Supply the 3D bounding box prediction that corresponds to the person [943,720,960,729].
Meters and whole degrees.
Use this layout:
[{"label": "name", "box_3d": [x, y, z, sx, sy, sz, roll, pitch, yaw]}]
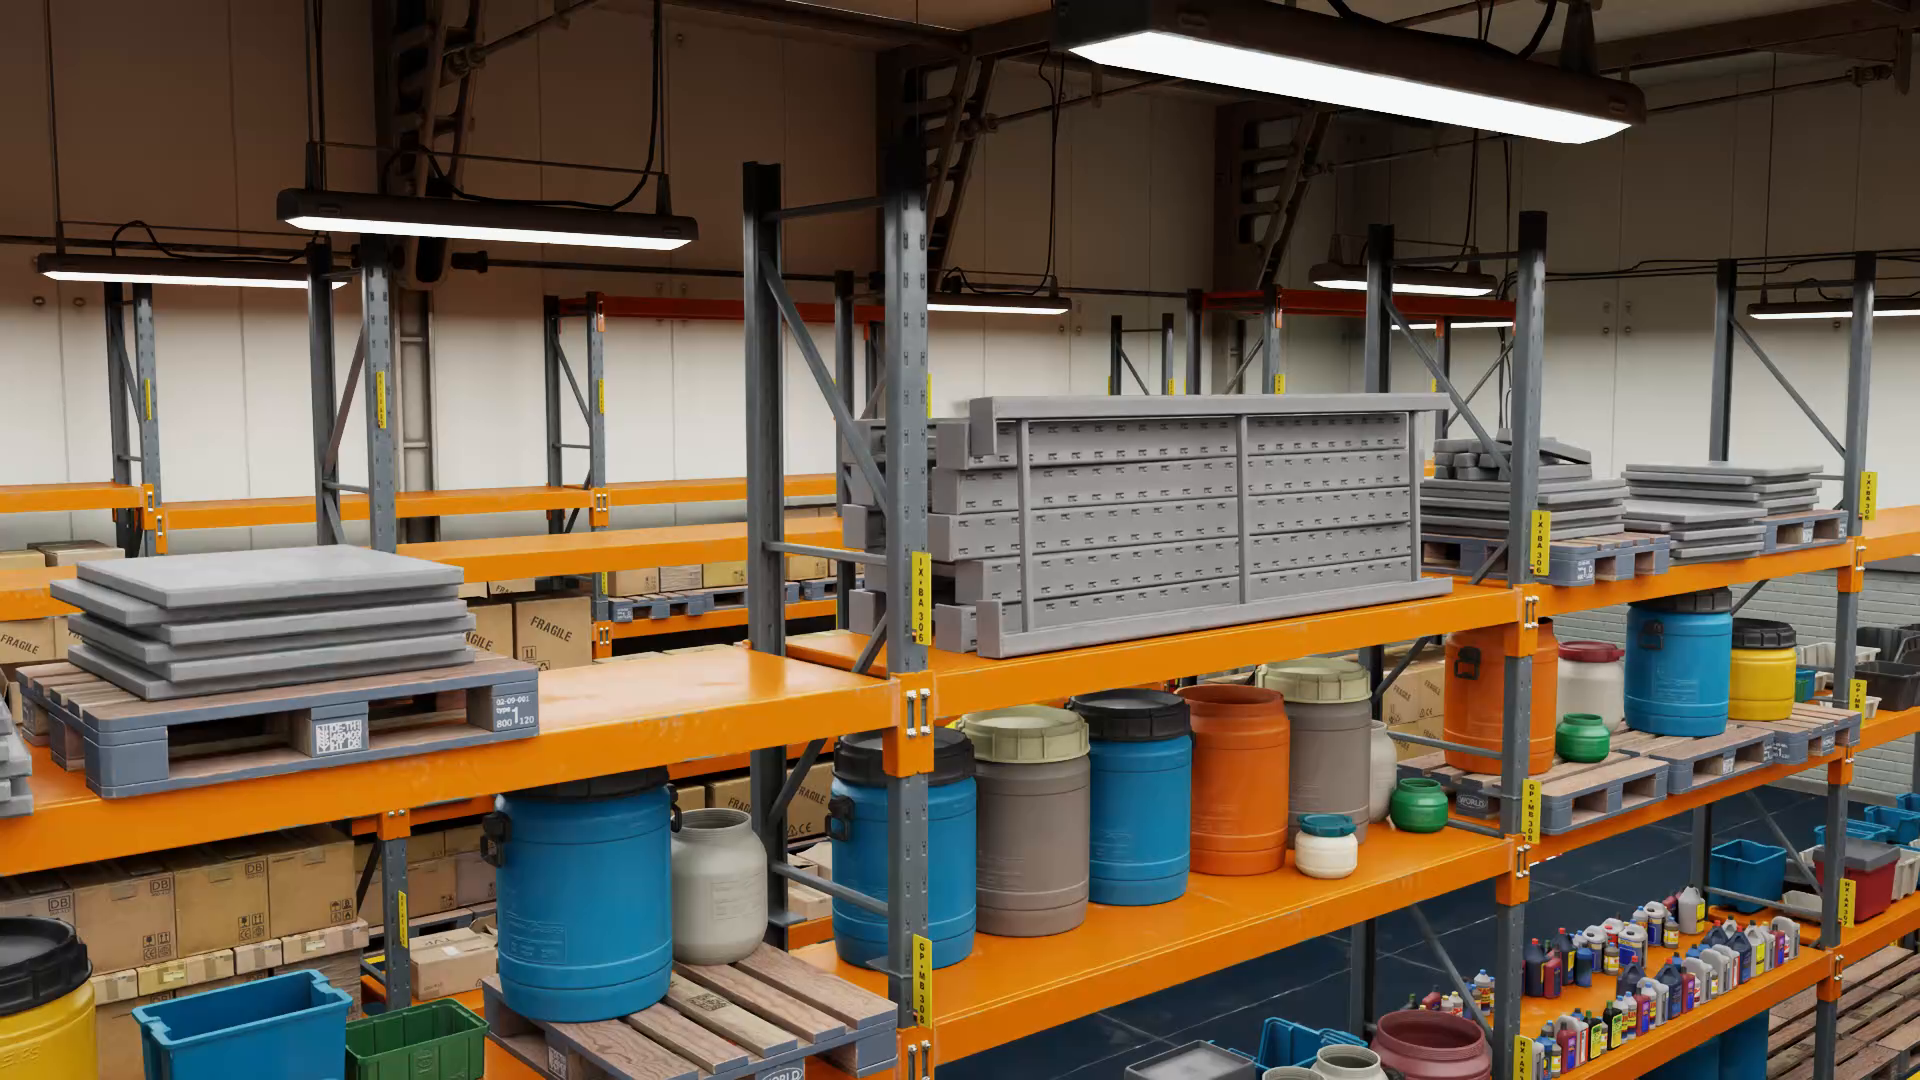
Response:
[{"label": "person", "box_3d": [0.053, 2.685, 17.364, 0.539, 1.672, 0.794, -1, 6, -12]}]
